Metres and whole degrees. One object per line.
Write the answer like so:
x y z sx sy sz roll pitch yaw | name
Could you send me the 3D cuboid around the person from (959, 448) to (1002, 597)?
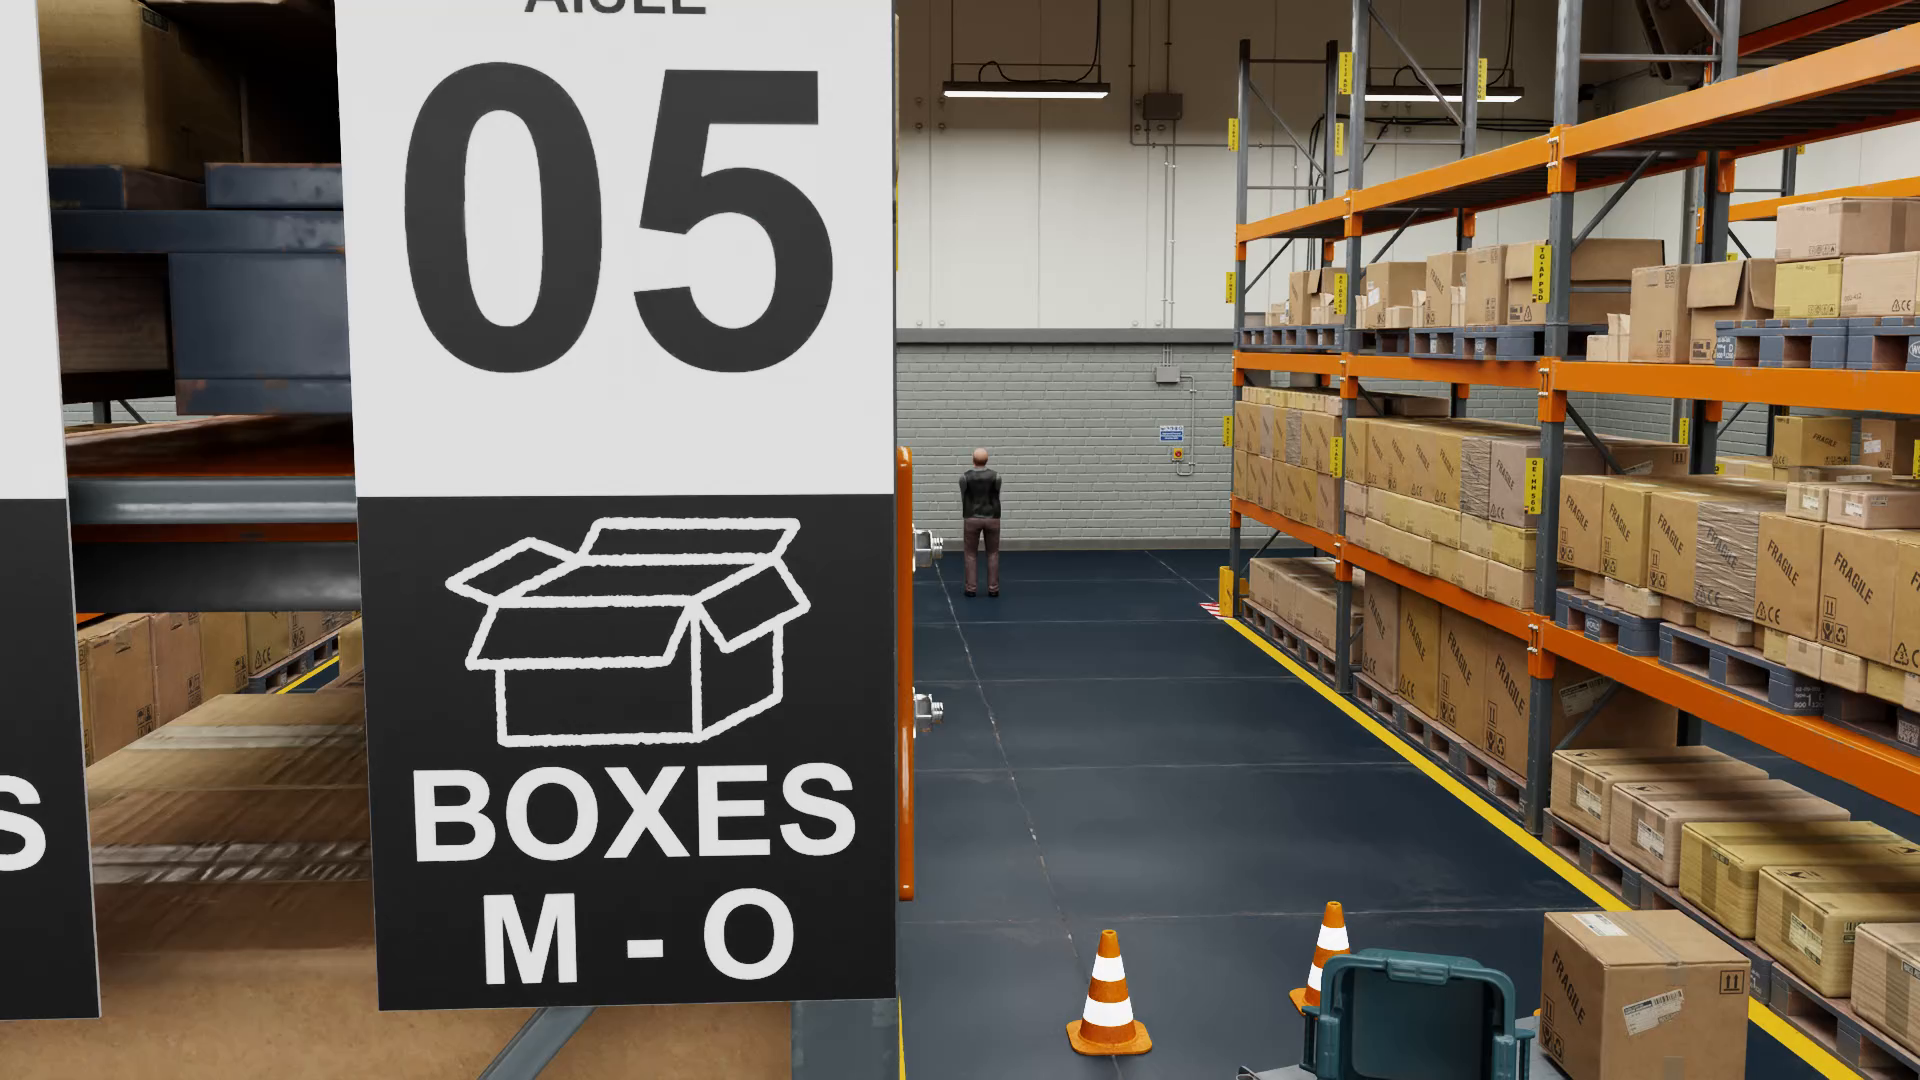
0.229 -0.216 19.196 0.494 1.711 0.551 0 7 -3 | person
